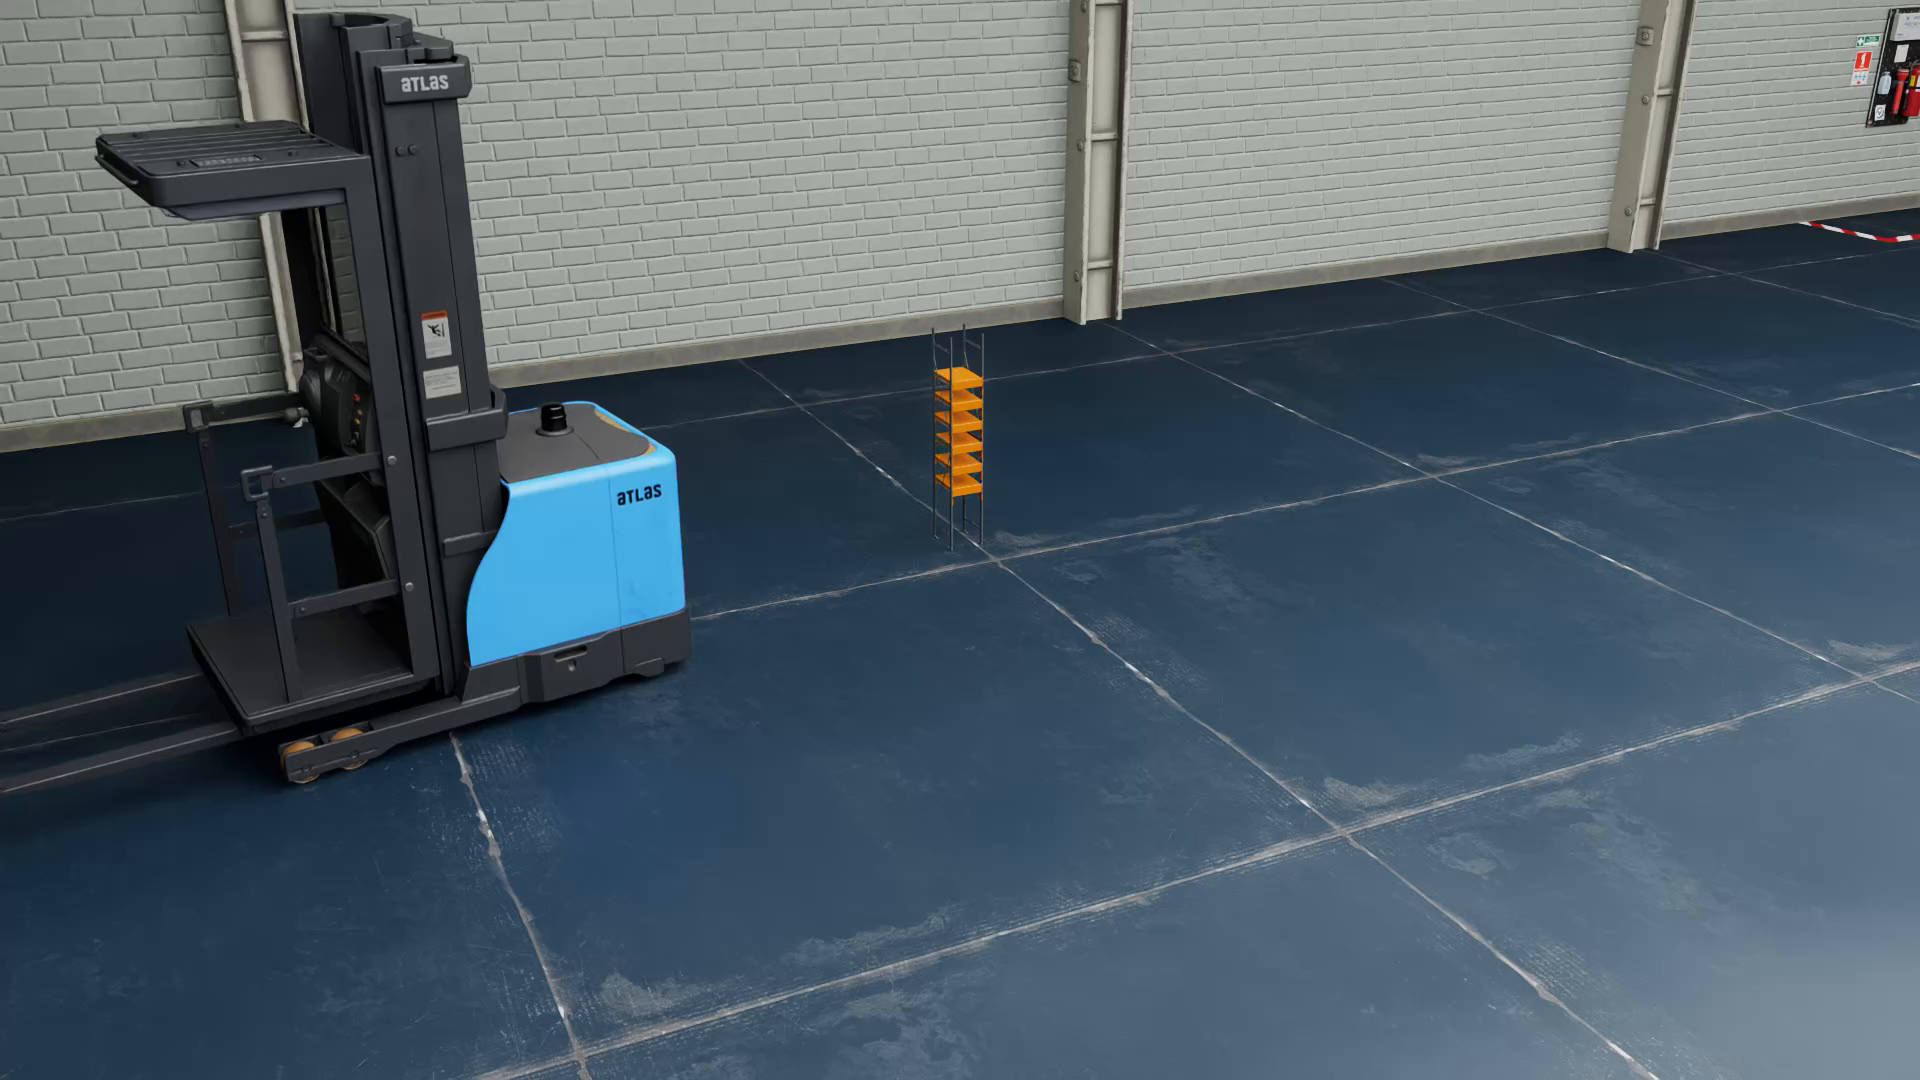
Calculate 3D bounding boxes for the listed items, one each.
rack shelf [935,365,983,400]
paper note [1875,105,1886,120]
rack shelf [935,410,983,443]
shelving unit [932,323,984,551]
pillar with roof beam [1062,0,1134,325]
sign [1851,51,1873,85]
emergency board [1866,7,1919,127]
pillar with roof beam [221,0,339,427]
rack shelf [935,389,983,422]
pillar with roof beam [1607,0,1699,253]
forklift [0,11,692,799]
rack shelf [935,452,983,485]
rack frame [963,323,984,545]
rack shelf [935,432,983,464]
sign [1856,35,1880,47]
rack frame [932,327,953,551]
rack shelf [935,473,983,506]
[{"bbox_3d":[-0.013,-0.844,8.894,0.180,0.103,0.258,-10,25,-24],"label":"rack shelf"},{"bbox_3d":[9.464,-4.396,17.100,0.142,0.148,0.016,-10,25,-24],"label":"paper note"},{"bbox_3d":[-0.013,-0.622,8.986,0.180,0.103,0.258,-10,25,-24],"label":"rack shelf"},{"bbox_3d":[-0.013,-0.552,9.015,0.189,1.200,0.258,-10,25,-24],"label":"shelving unit"},{"bbox_3d":[2.951,-4.503,8.363,0.400,9.000,9.100,-10,25,-24],"label":"pillar with roof beam"},{"bbox_3d":[9.111,-4.769,16.802,0.234,0.329,0.001,-10,25,-24],"label":"sign"},{"bbox_3d":[9.654,-4.809,16.945,0.643,1.169,0.194,-10,25,-24],"label":"emergency board"},{"bbox_3d":[-2.455,-3.508,5.959,0.400,9.000,9.100,-10,25,-24],"label":"pillar with roof beam"},{"bbox_3d":[-0.013,-0.733,8.940,0.180,0.103,0.258,-10,25,-24],"label":"rack shelf"},{"bbox_3d":[8.358,-5.498,10.767,0.400,9.000,9.100,-10,25,-24],"label":"pillar with roof beam"},{"bbox_3d":[-2.758,-0.585,6.831,3.031,2.935,1.130,-15,27,-32],"label":"forklift"},{"bbox_3d":[-0.013,-0.400,9.078,0.180,0.103,0.258,-10,25,-24],"label":"rack shelf"},{"bbox_3d":[0.069,-0.567,9.051,0.006,1.200,0.240,-10,25,-24],"label":"rack frame"},{"bbox_3d":[-0.013,-0.511,9.032,0.180,0.103,0.258,-10,25,-24],"label":"rack shelf"},{"bbox_3d":[9.119,-5.011,16.695,0.331,0.109,0.001,-10,25,-24],"label":"sign"},{"bbox_3d":[-0.095,-0.537,8.978,0.006,1.200,0.240,-10,25,-24],"label":"rack frame"},{"bbox_3d":[-0.013,-0.289,9.124,0.180,0.103,0.258,-10,25,-24],"label":"rack shelf"}]
